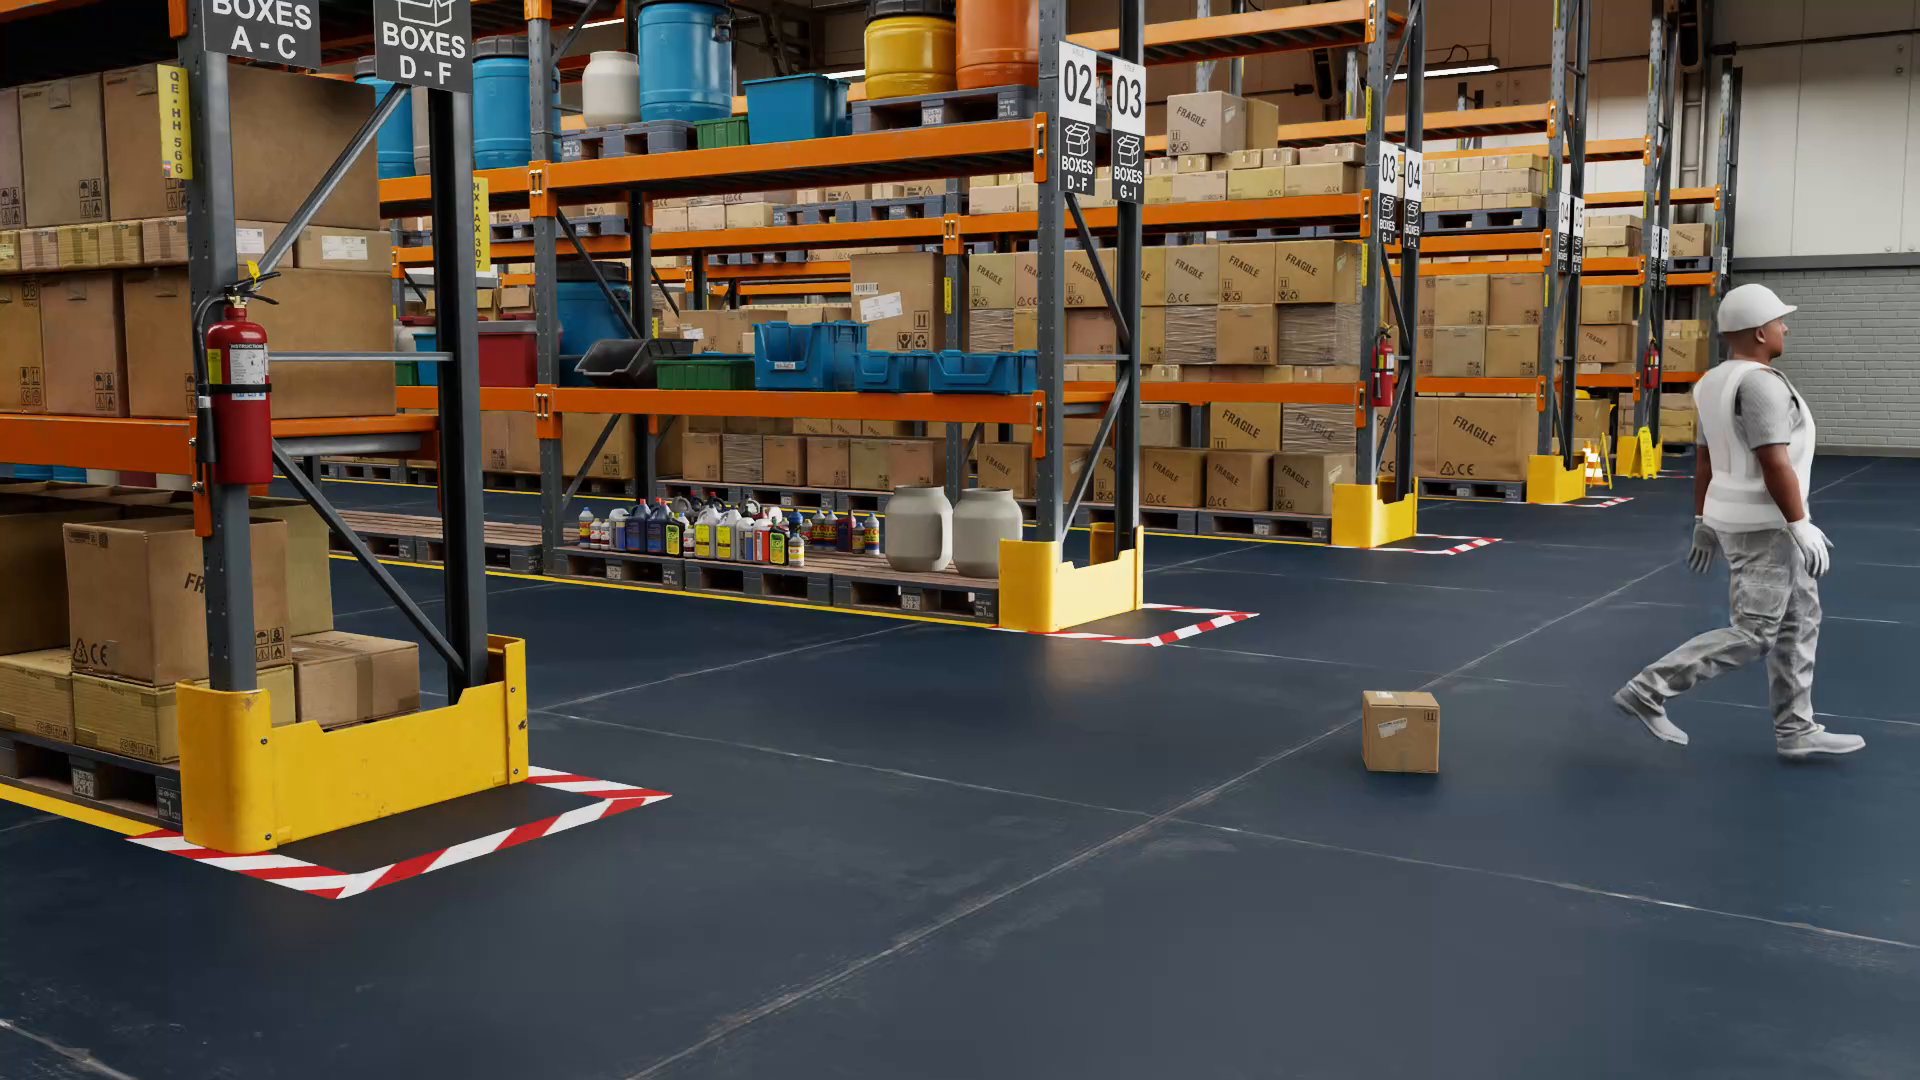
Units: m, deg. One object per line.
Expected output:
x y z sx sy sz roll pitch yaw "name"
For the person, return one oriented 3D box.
2.893 -0.055 6.097 0.930 1.750 0.540 1 6 11 "person"
